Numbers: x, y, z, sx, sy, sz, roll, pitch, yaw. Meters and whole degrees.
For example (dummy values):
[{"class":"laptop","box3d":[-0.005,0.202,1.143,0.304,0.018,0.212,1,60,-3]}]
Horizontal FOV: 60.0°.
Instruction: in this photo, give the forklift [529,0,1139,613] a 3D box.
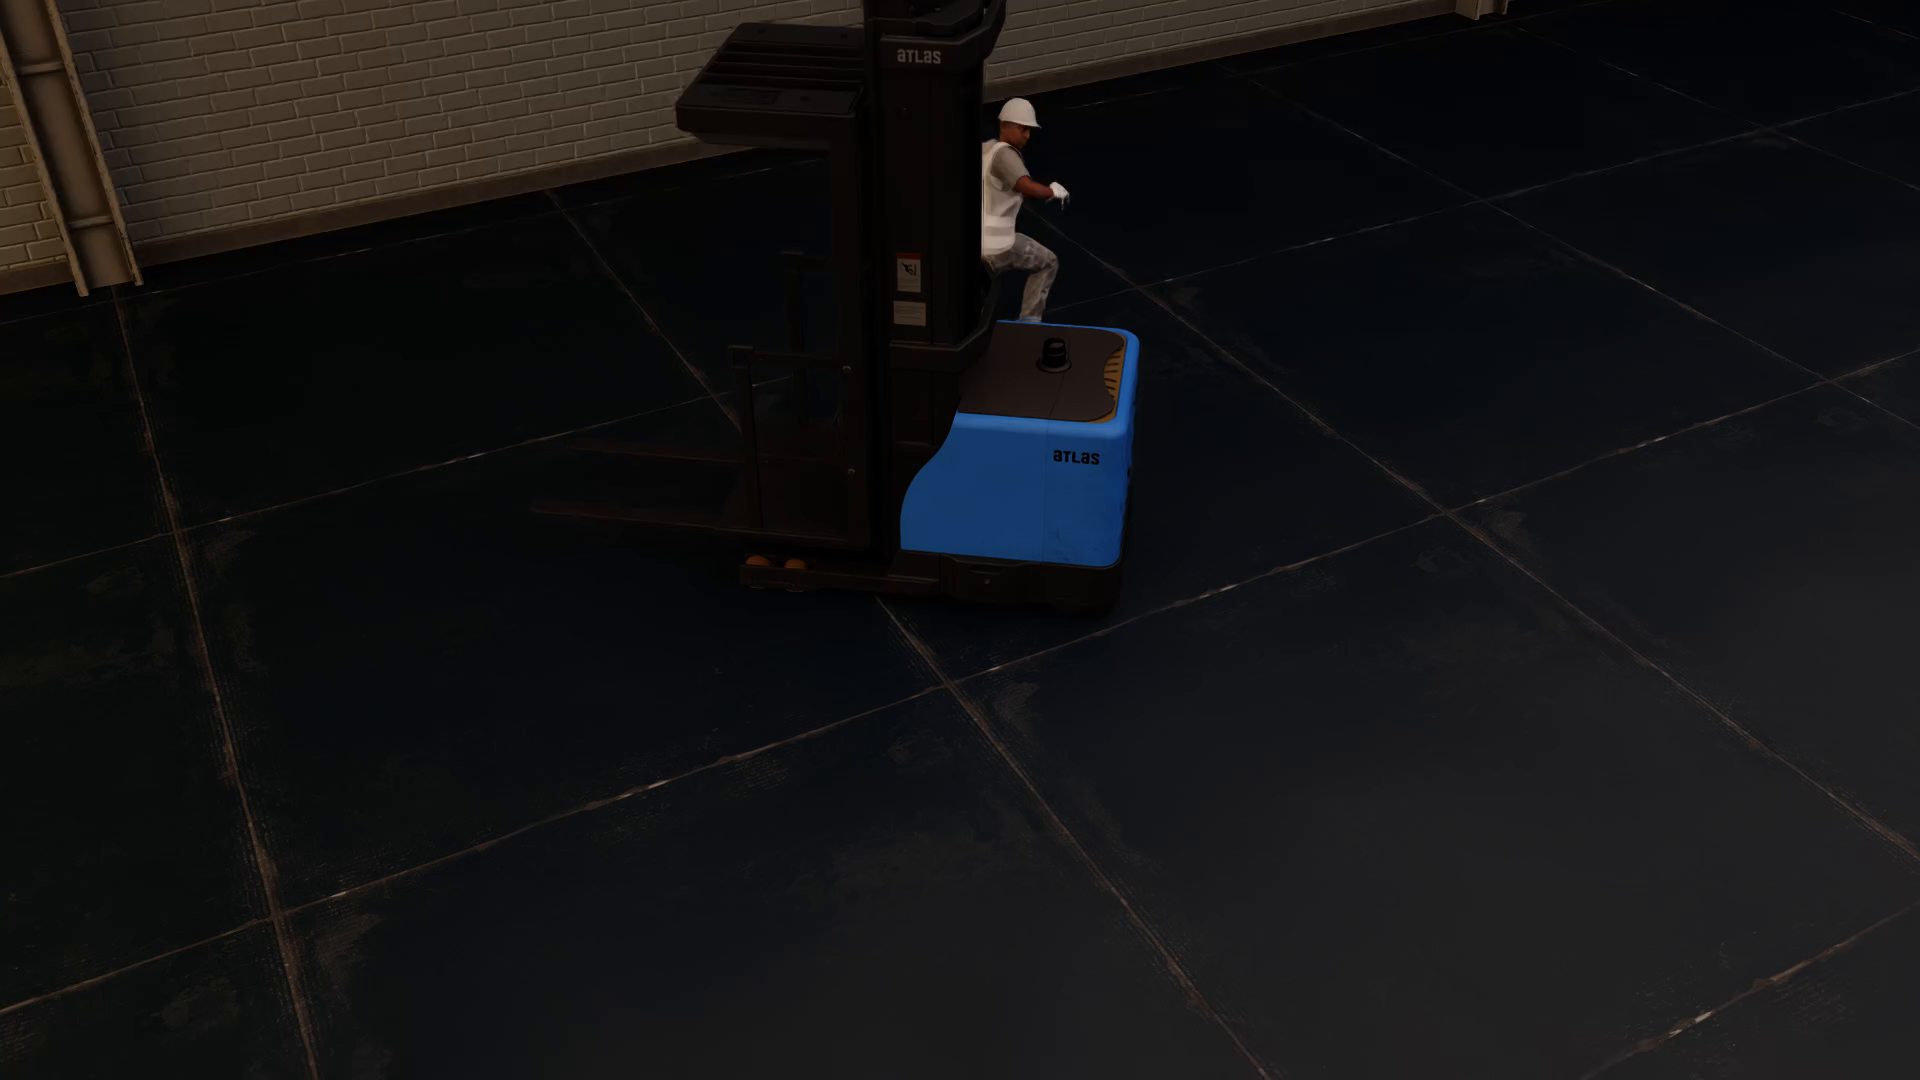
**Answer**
[{"class":"forklift","box3d":[-0.657,-1.229,7.862,3.031,2.935,1.130,5,36,7]}]

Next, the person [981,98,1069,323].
[{"class":"person","box3d":[0.375,-1.923,10.118,0.928,1.515,0.825,-20,40,-26]}]
